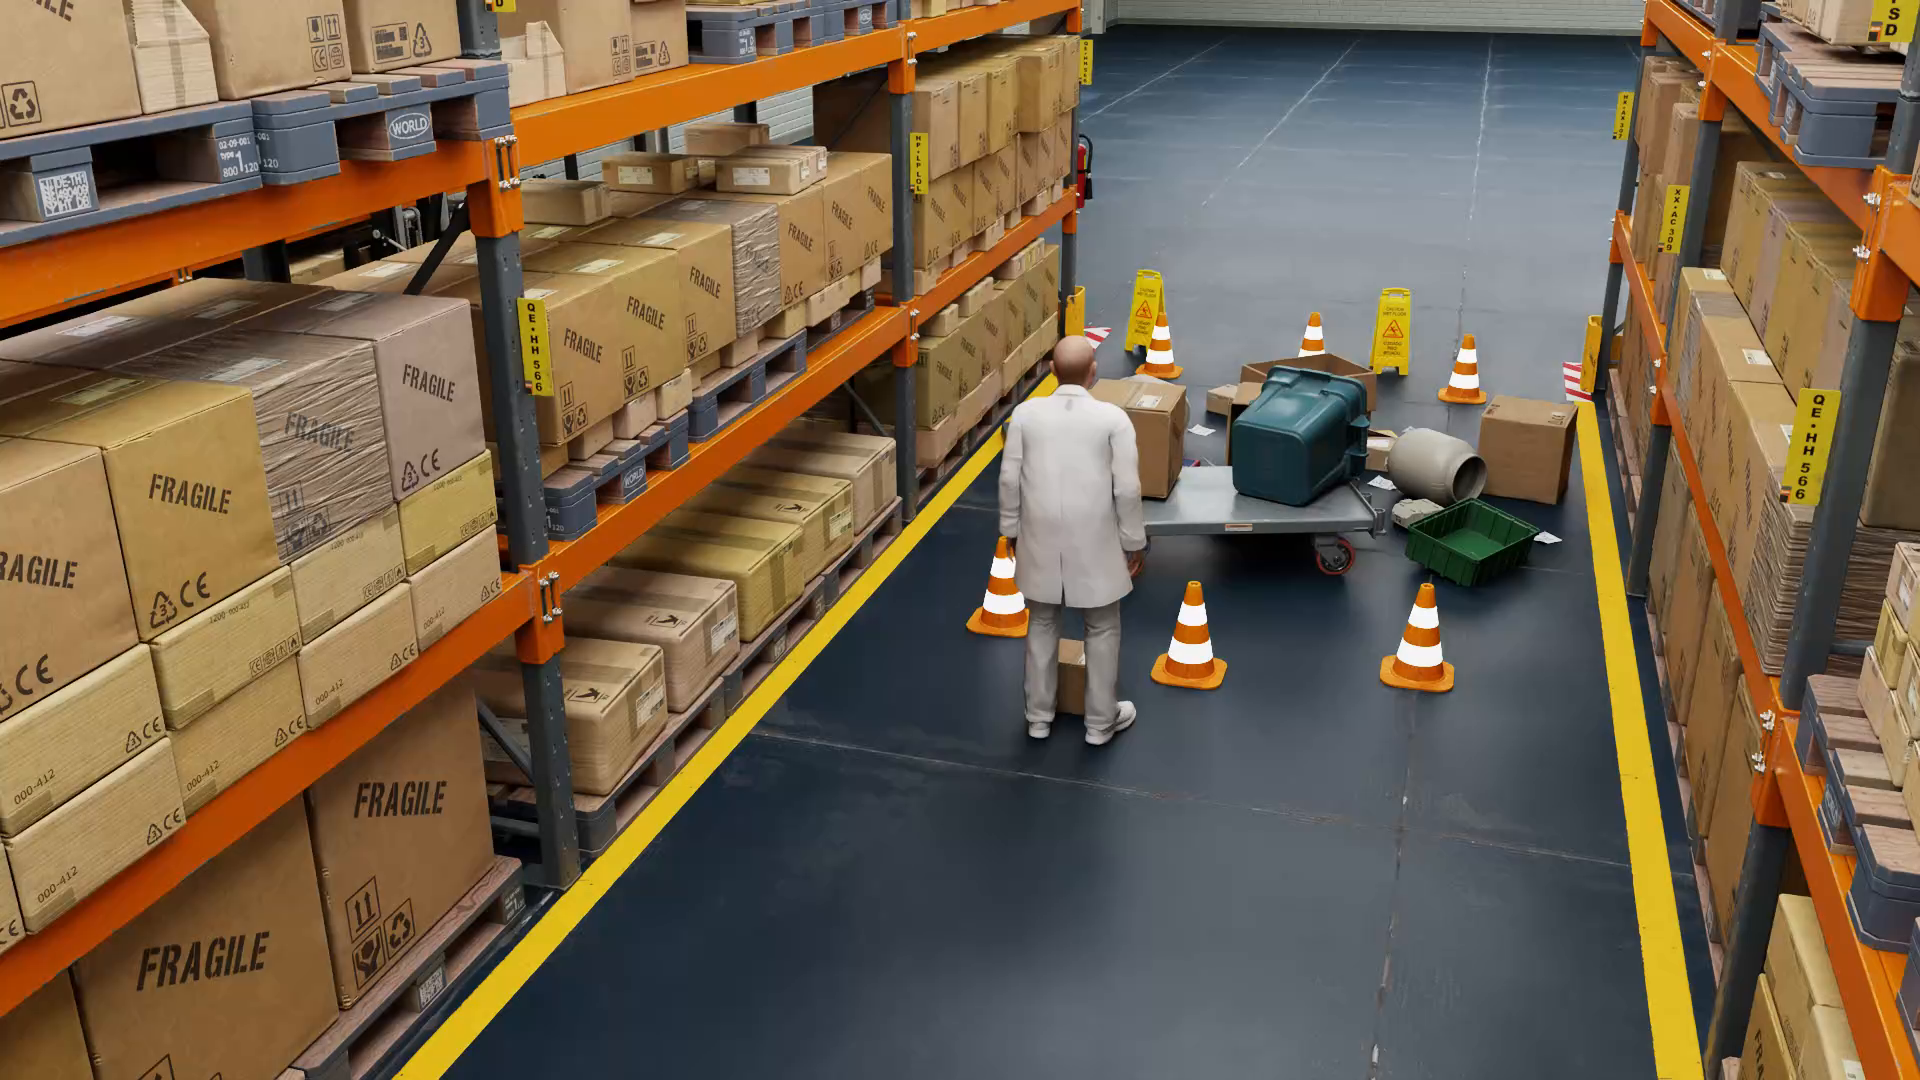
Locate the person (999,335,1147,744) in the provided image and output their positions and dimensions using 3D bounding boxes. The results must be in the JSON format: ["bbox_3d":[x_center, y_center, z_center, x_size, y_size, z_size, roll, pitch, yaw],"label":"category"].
[{"bbox_3d":[0.475,0.006,7.092,0.643,1.774,0.423,7,23,16],"label":"person"}]
